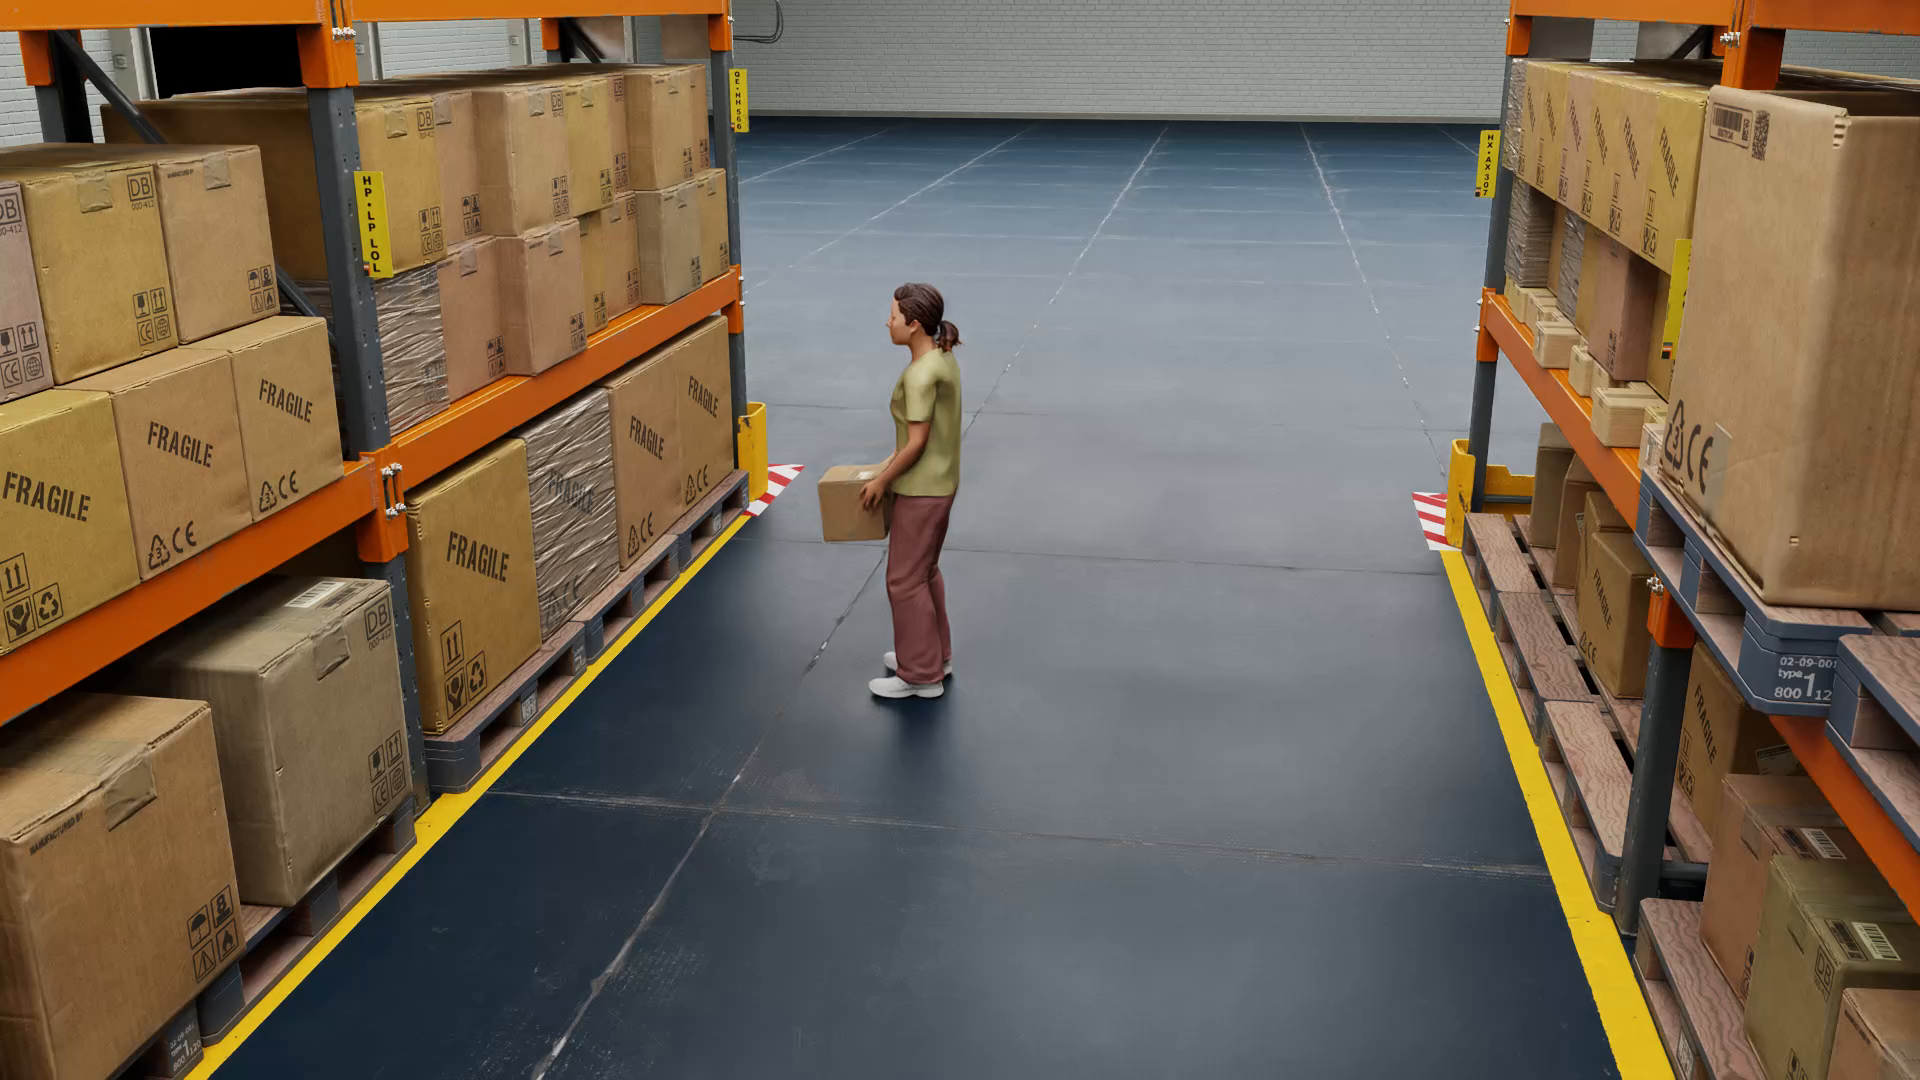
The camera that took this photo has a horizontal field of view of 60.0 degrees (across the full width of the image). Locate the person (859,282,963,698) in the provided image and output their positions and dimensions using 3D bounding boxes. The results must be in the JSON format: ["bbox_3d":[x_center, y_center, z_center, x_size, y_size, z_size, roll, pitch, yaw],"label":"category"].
[{"bbox_3d":[-0.182,-0.195,6.652,0.398,1.676,0.472,3,18,8],"label":"person"}]
